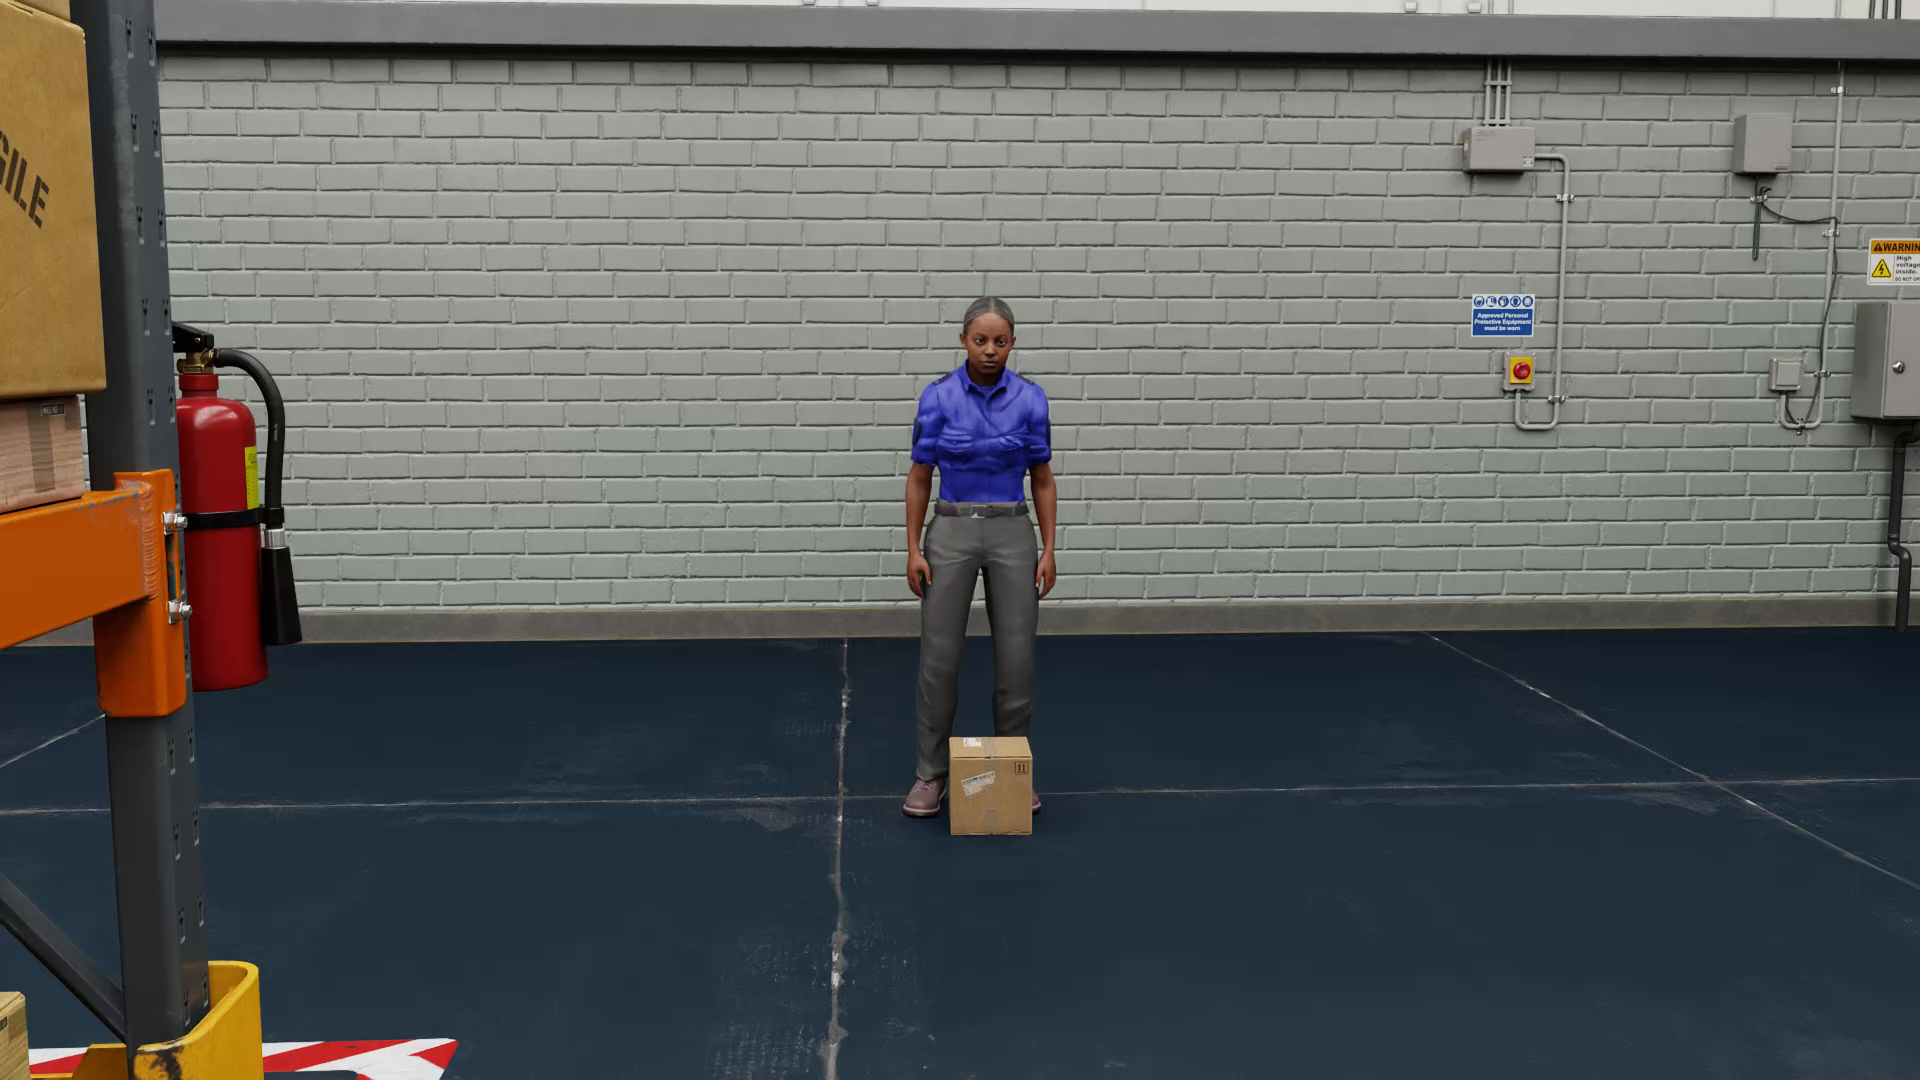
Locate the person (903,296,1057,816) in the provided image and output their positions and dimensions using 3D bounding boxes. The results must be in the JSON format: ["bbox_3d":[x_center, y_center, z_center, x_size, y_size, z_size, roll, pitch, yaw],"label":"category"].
[{"bbox_3d":[0.063,0.048,5.380,0.507,1.655,0.347,0,7,-4],"label":"person"}]
